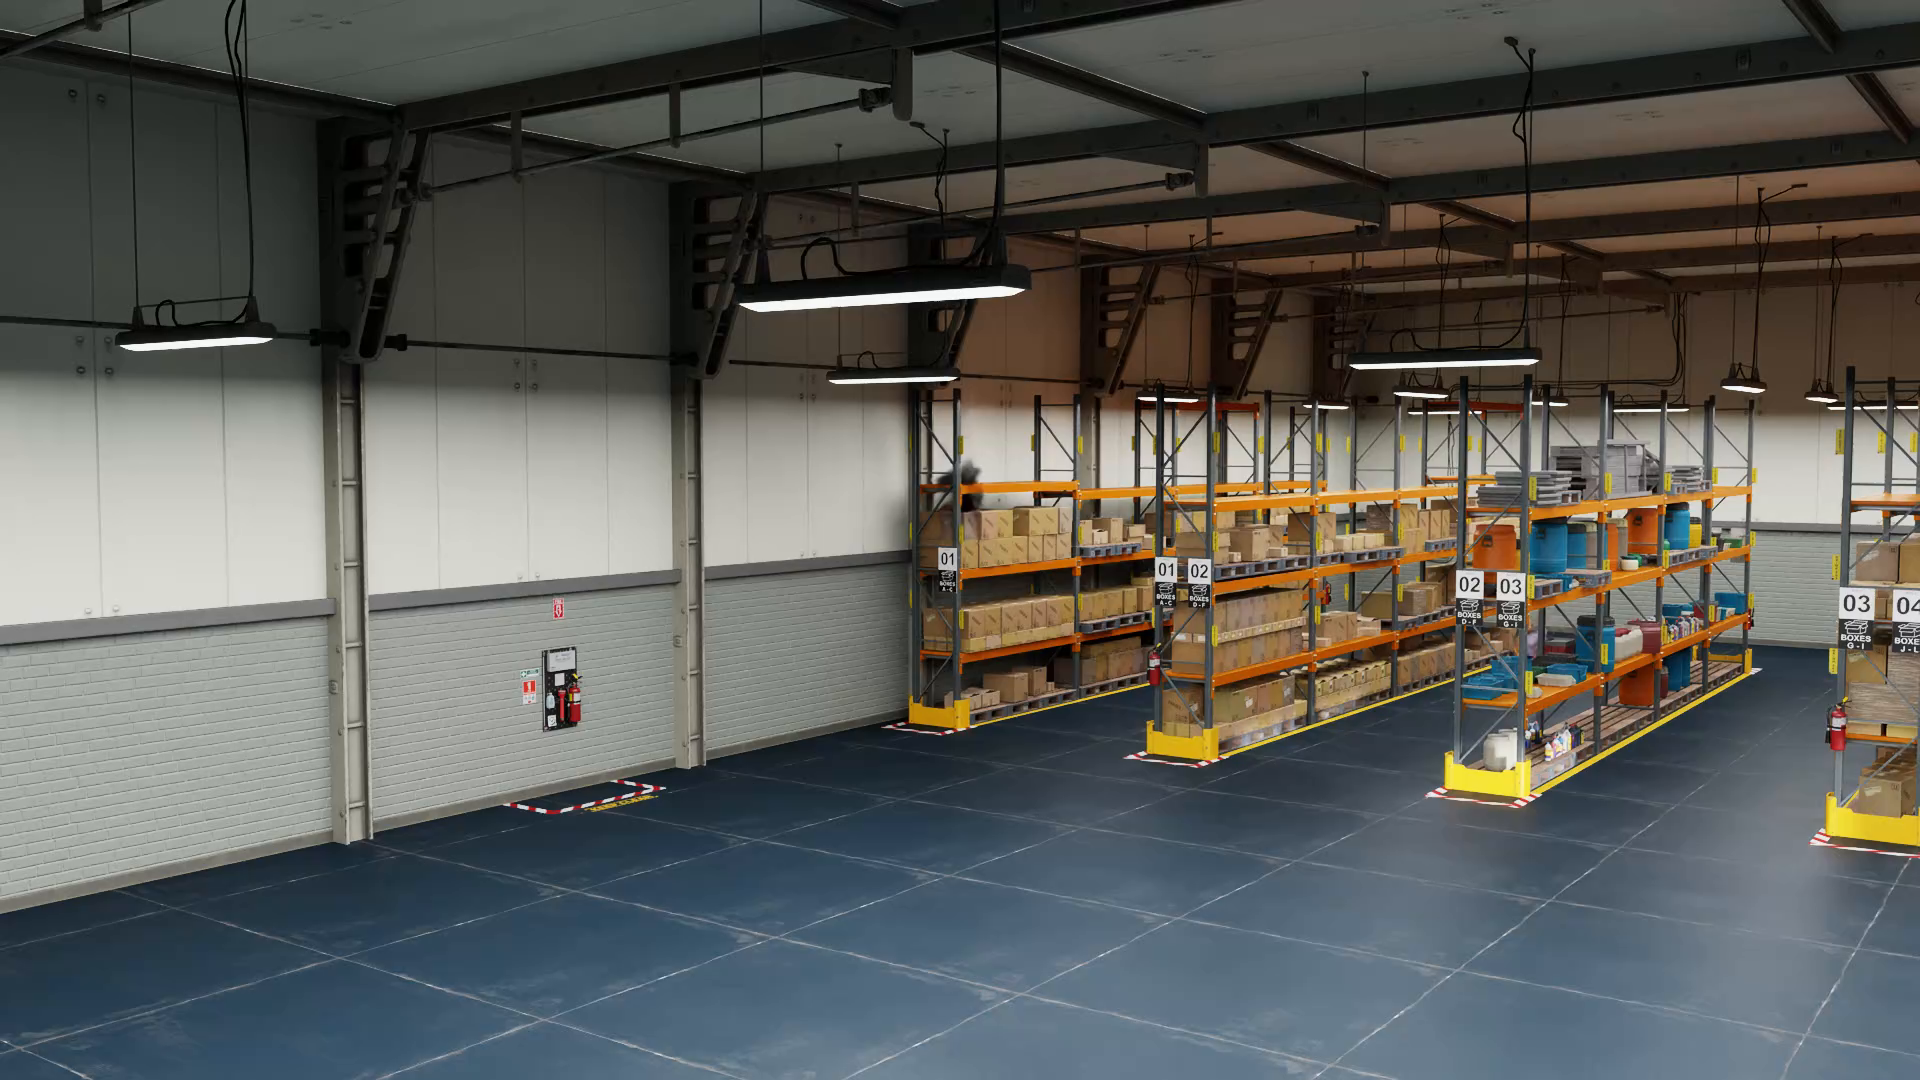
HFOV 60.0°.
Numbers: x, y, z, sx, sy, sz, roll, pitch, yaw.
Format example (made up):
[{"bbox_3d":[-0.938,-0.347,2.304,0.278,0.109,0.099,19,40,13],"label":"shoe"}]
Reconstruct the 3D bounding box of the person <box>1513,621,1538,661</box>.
[{"bbox_3d":[11.010,2.365,32.232,0.586,1.601,0.544,2,4,30],"label":"person"}]
